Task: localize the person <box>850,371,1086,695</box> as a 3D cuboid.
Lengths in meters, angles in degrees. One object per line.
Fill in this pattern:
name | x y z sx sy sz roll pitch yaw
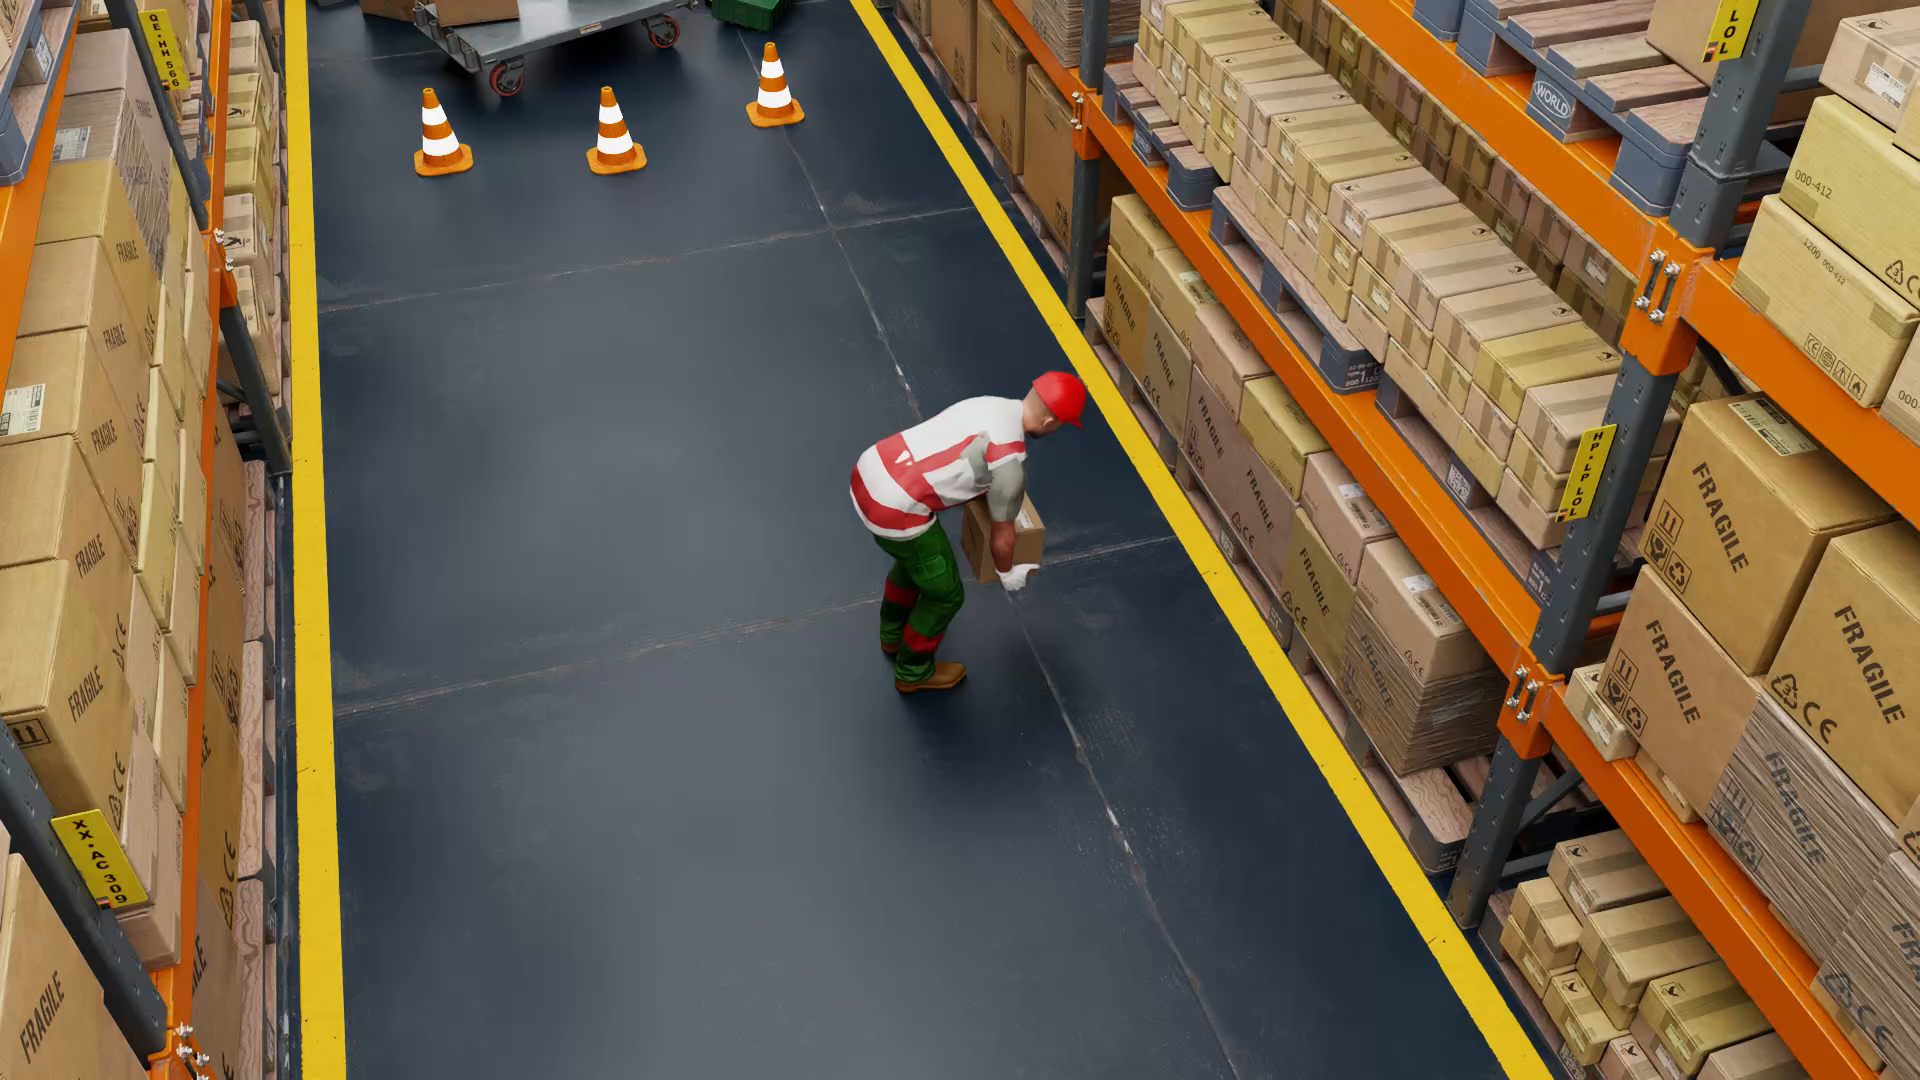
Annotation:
person | 0.039 -0.040 6.524 0.914 1.335 0.487 -13 43 -14
